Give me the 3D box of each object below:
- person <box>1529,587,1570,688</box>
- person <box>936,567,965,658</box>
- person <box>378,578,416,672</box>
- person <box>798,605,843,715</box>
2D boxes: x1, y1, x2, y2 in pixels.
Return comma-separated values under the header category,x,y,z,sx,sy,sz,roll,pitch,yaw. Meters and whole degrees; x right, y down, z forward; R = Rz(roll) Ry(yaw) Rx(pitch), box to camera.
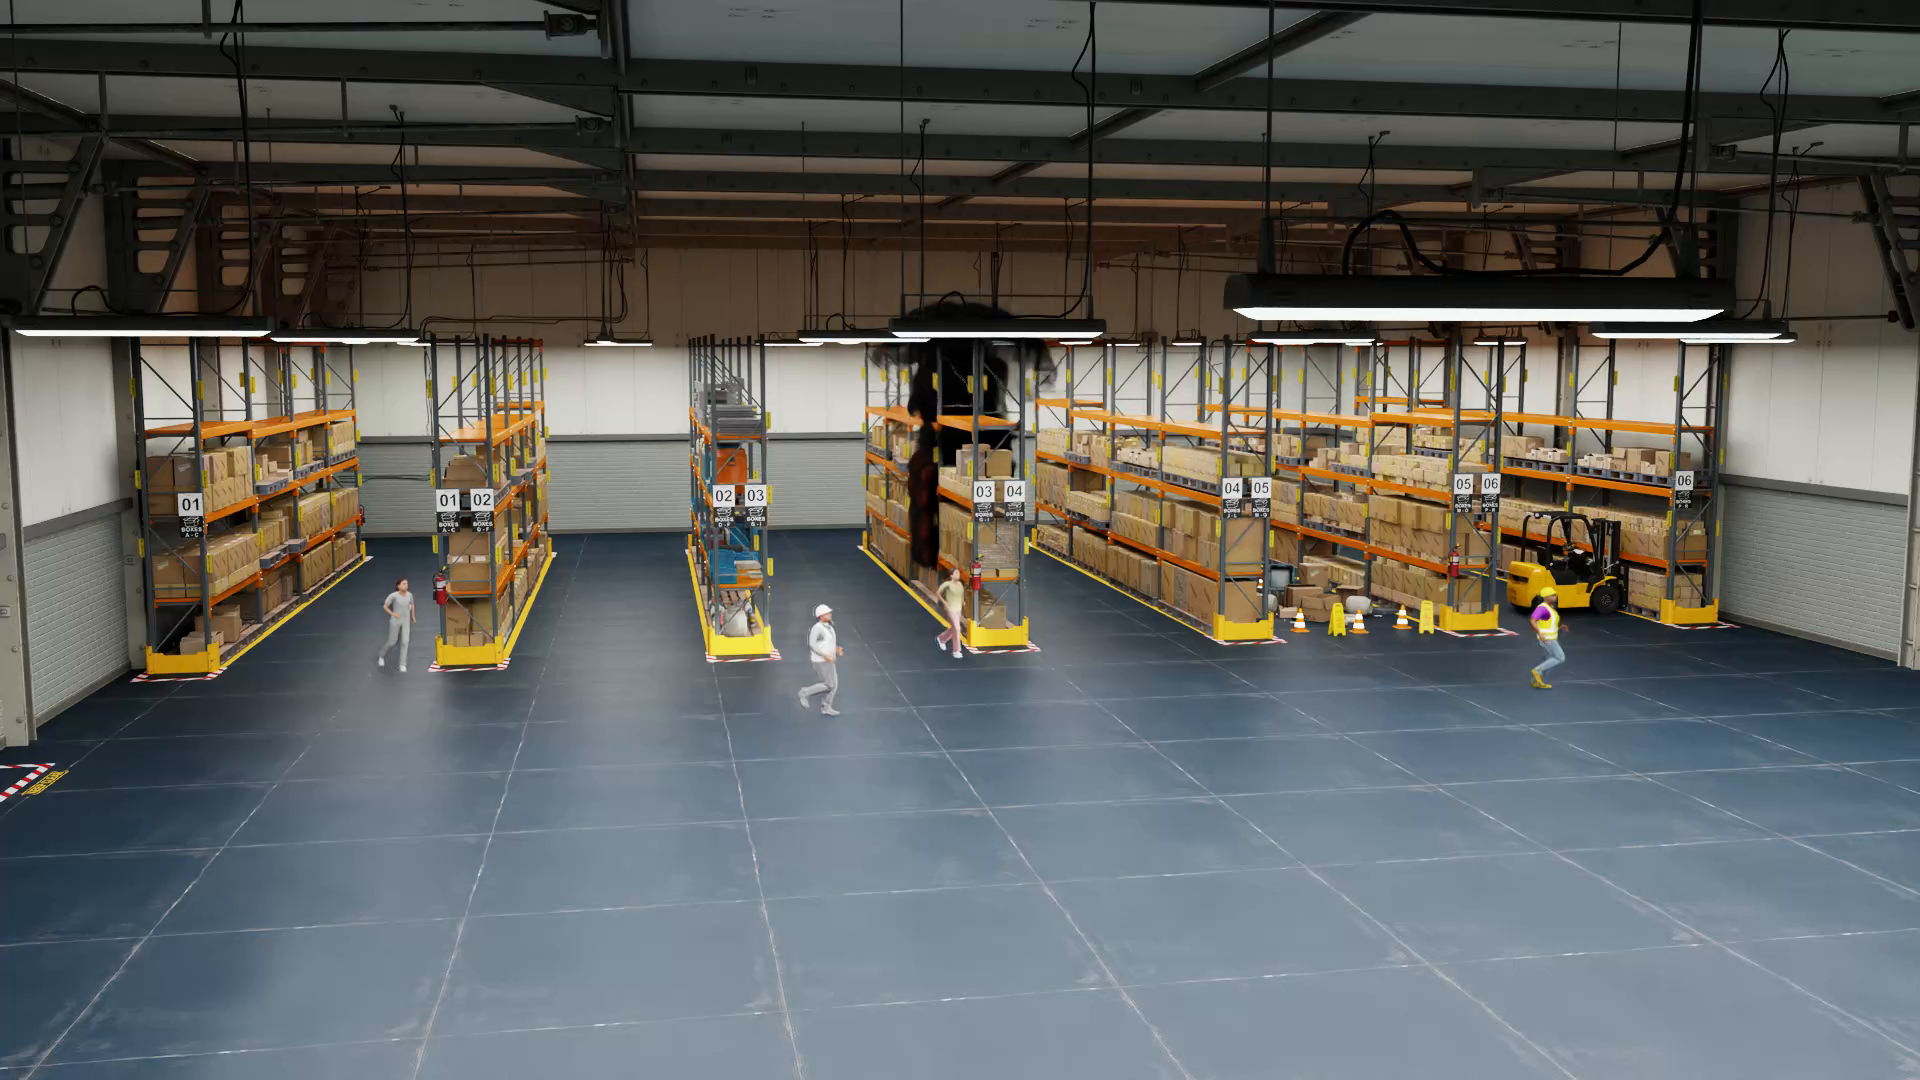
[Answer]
category,x,y,z,sx,sy,sz,roll,pitch,yaw
person,9.947,1.656,28.017,0.596,1.720,0.692,4,7,28
person,-0.158,1.336,31.226,0.596,1.677,0.798,-6,9,-44
person,-10.000,1.488,29.765,0.635,1.633,0.950,-6,9,-41
person,-2.189,1.880,26.156,0.645,1.750,0.662,2,7,16
